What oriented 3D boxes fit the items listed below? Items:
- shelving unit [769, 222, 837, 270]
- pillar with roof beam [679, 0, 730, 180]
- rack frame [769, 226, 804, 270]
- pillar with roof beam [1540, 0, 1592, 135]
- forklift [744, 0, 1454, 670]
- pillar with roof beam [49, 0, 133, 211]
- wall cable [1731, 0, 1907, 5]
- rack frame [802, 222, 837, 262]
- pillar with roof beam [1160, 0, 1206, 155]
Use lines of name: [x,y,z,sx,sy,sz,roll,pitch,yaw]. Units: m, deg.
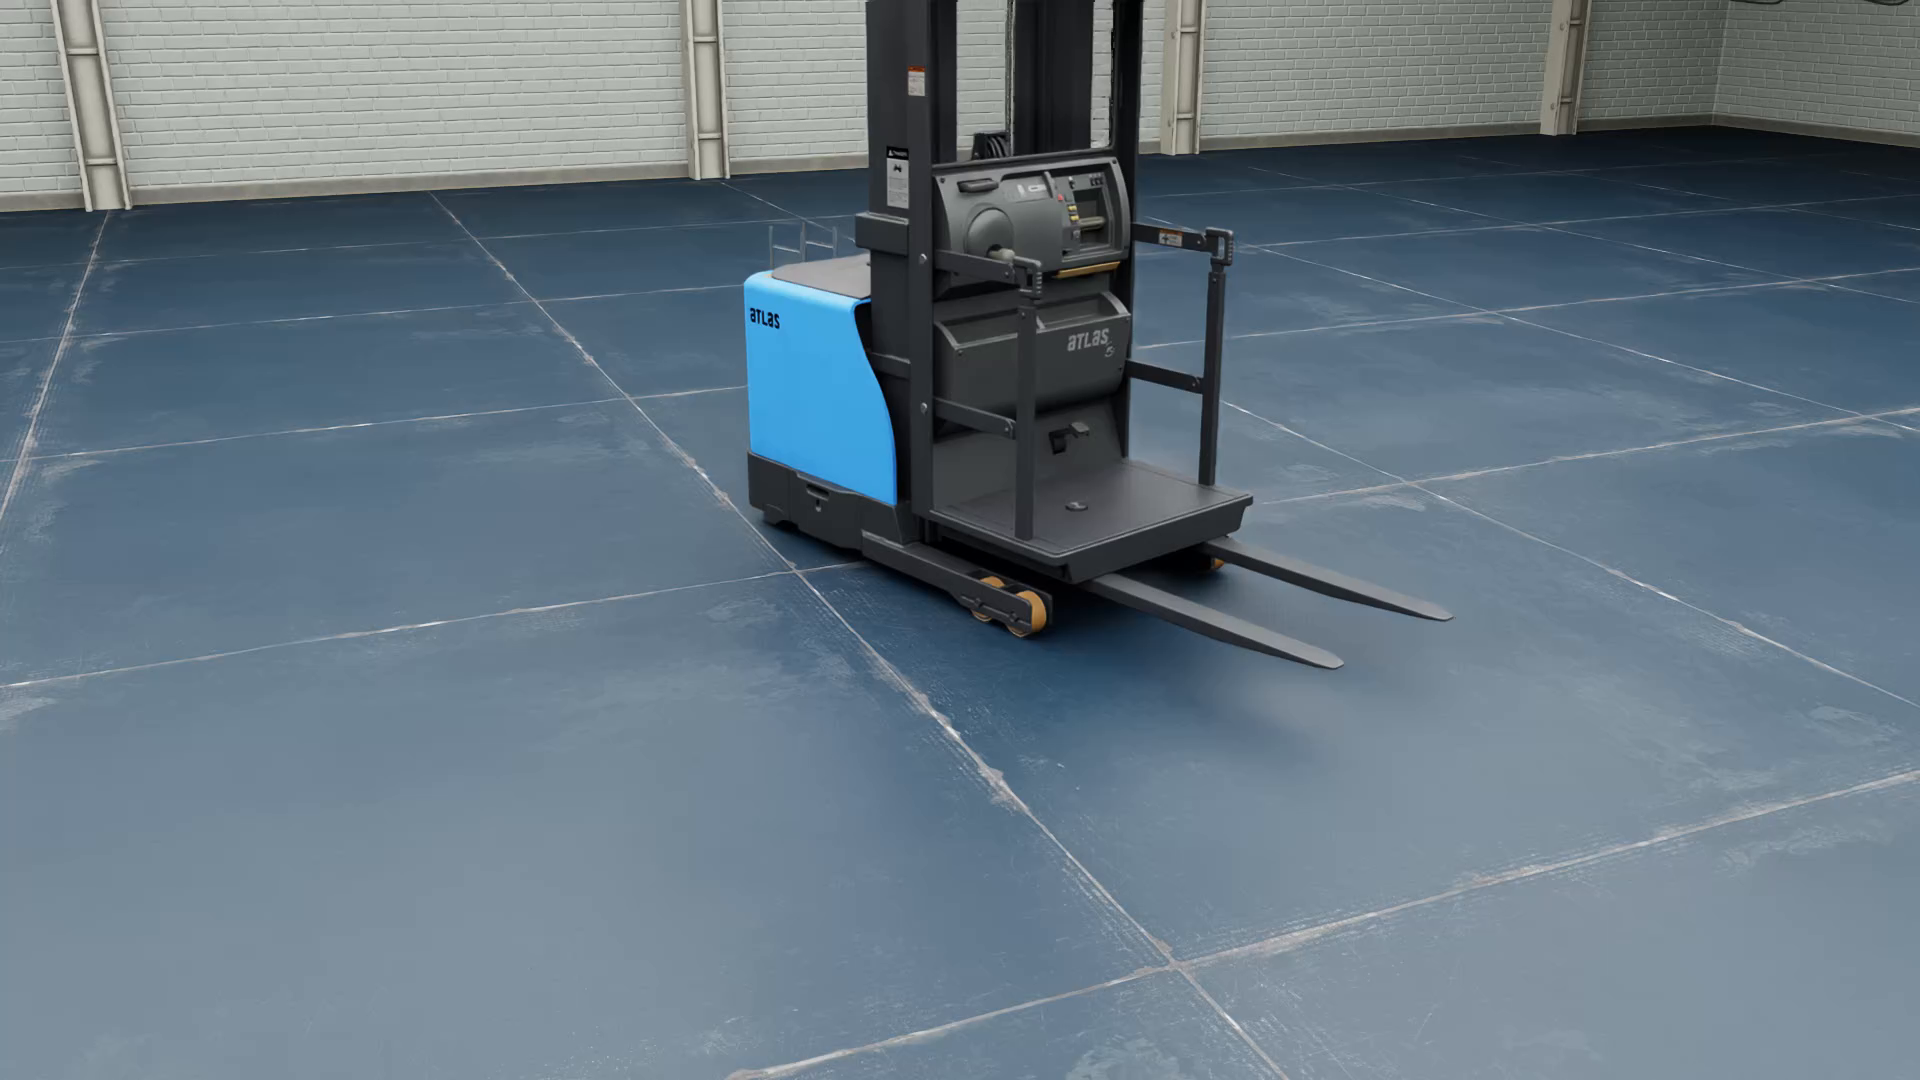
shelving unit: [-0.693,-0.811,7.519,0.189,1.200,0.258,-17,26,-40]
pillar with roof beam: [-1.076,-6.956,13.229,0.400,9.000,9.100,-8,21,-22]
rack frame: [-0.761,-0.790,7.460,0.006,1.200,0.240,-17,26,-40]
pillar with roof beam: [9.942,-8.535,17.712,0.400,9.000,9.100,-8,21,-22]
forklift: [0.426,-1.221,6.076,1.130,2.935,3.031,-16,25,-38]
pillar with roof beam: [-6.586,-6.167,10.987,0.400,9.000,9.100,-8,21,-22]
wall cable: [11.466,-8.367,21.912,0.112,2.526,3.097,-8,21,-22]
rack frame: [-0.626,-0.832,7.577,0.006,1.200,0.240,-17,26,-40]
pillar with roof beam: [4.433,-7.746,15.471,0.400,9.000,9.100,-8,21,-22]
